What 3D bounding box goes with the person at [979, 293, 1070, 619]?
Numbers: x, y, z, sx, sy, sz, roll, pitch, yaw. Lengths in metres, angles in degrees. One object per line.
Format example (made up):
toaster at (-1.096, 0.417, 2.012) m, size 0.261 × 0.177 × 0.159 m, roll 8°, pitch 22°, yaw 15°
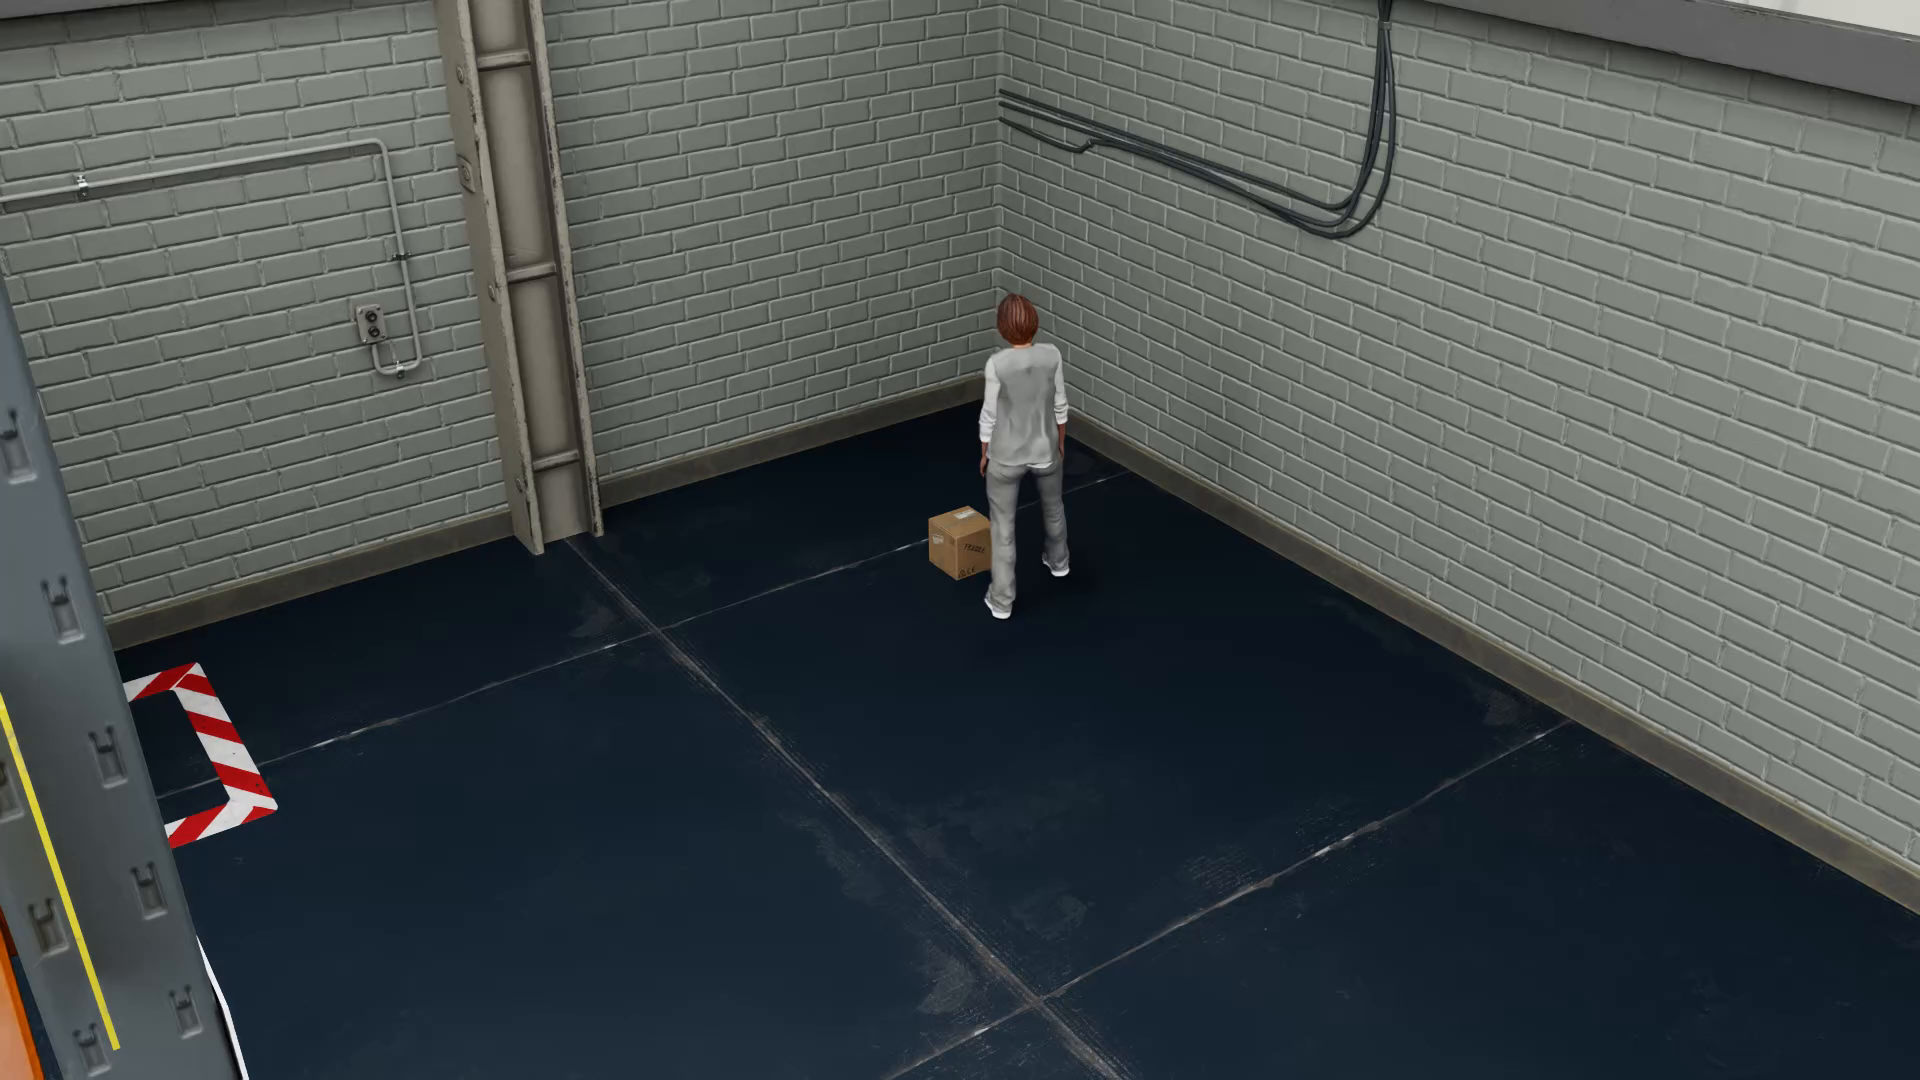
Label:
person at (0.319, -0.447, 7.923) m, size 0.537 × 1.594 × 0.536 m, roll -8°, pitch 30°, yaw -15°
